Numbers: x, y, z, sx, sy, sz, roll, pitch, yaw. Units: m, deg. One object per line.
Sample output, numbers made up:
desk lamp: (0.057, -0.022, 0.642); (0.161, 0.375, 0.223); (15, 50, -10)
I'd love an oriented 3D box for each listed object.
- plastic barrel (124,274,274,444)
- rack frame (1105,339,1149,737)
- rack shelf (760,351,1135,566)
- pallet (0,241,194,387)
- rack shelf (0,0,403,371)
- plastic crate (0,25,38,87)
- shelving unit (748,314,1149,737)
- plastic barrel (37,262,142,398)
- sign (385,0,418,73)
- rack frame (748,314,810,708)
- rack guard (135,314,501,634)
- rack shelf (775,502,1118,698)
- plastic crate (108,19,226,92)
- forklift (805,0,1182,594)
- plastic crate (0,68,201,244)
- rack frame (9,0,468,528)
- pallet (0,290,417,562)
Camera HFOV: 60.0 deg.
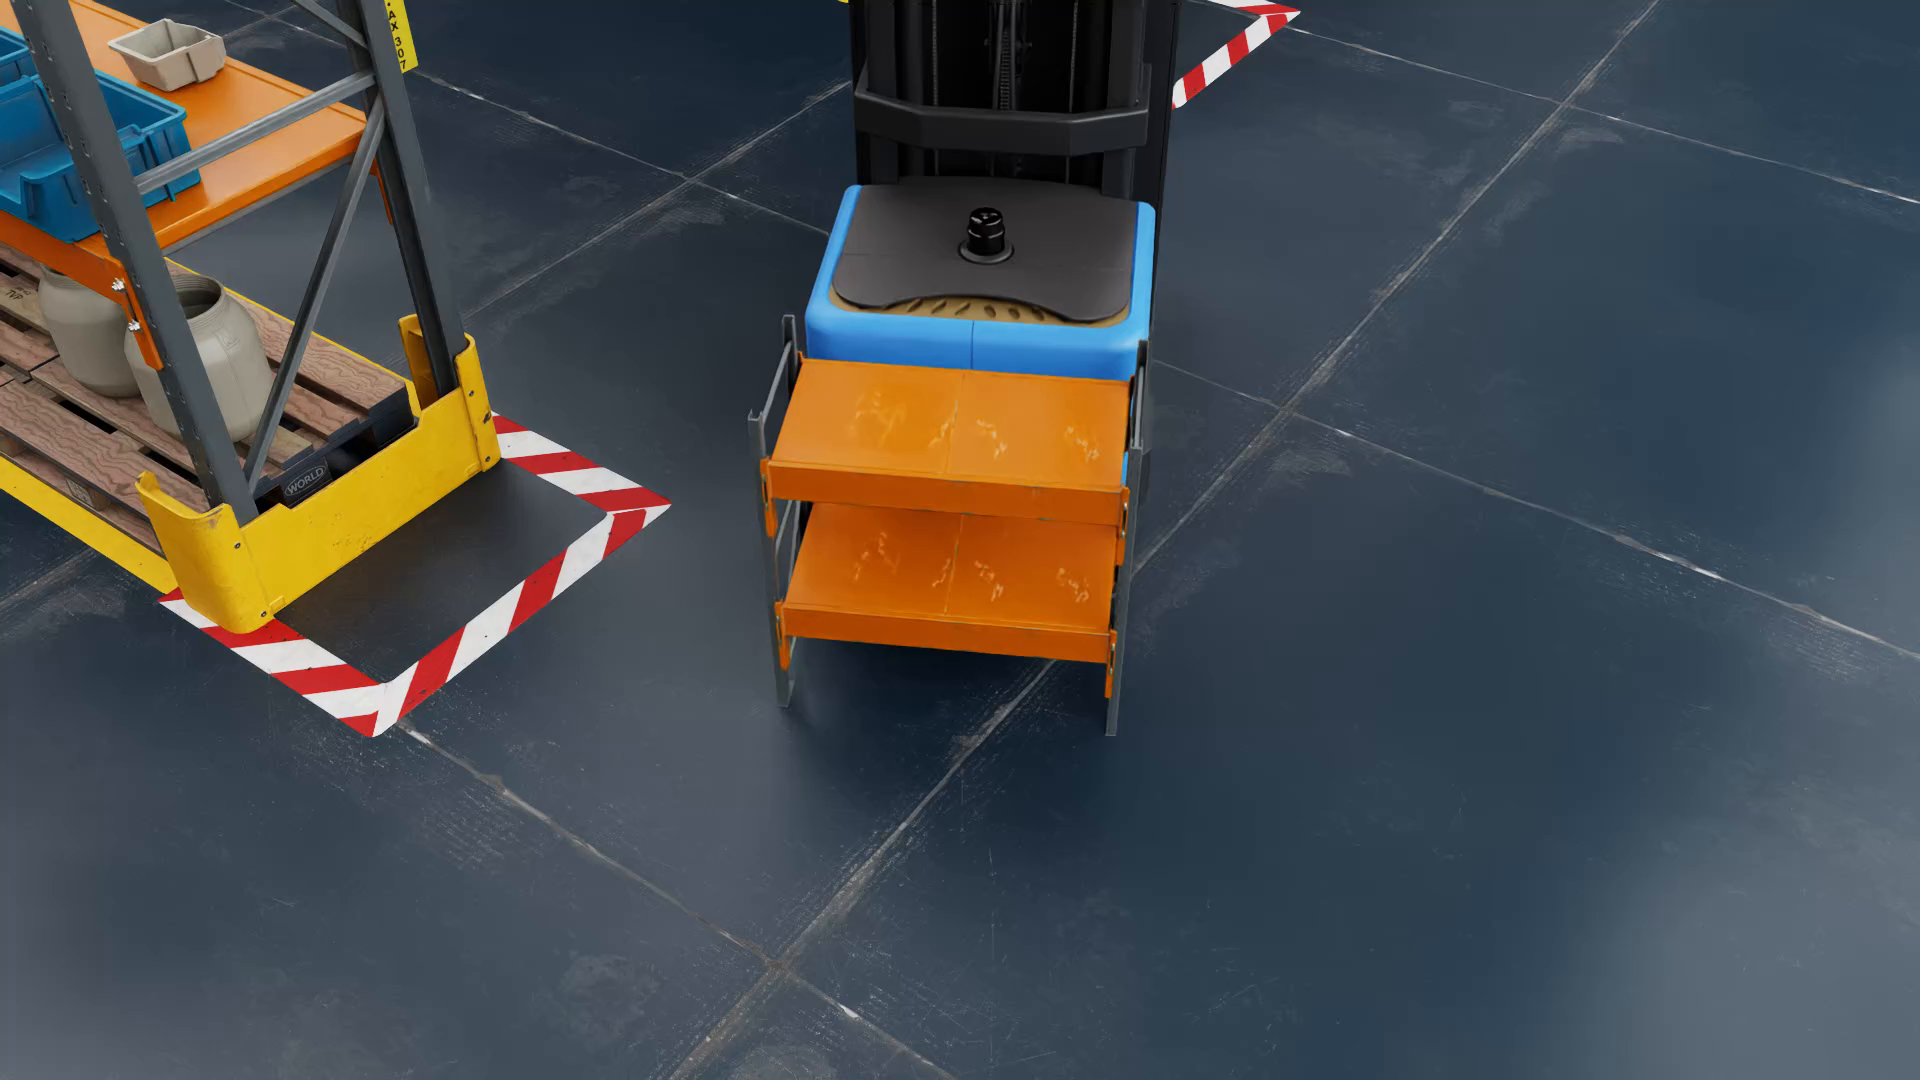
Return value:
plastic barrel: (-2.625, -0.615, 5.739); (0.421, 0.512, 0.421); (0, 42, 0)
rack frame: (0.489, 0.017, 4.888); (0.032, 1.125, 0.500); (5, 42, 5)
rack shelf: (-0.016, -0.242, 4.738); (1.000, 0.278, 0.538); (5, 42, 5)
pallet: (-3.788, -0.921, 6.621); (1.213, 0.211, 1.003); (25, 48, 25)
rack shelf: (-3.680, -1.673, 5.910); (4.000, 0.370, 1.077); (25, 48, 25)
plastic crate: (-3.152, -1.400, 5.177); (0.408, 0.251, 0.499); (25, 48, 25)
shelving unit: (-0.016, -0.024, 4.933); (1.048, 1.125, 0.538); (5, 42, 5)
plastic barrel: (-3.035, -0.807, 5.953); (0.421, 0.512, 0.421); (0, 42, 0)
sign: (-1.723, -1.577, 5.056); (0.005, 0.325, 0.100); (25, 48, 25)
rack frame: (-0.520, -0.064, 4.978); (0.032, 1.125, 0.500); (5, 42, 5)
rack guard: (-2.132, -0.248, 5.652); (0.348, 0.500, 1.175); (25, 48, 25)
rack shelf: (-0.016, 0.158, 5.096); (1.000, 0.278, 0.538); (5, 42, 5)
plastic crate: (-2.590, -1.596, 5.482); (0.250, 0.136, 0.298); (25, 48, 25)
forklift: (0.208, -1.893, 5.667); (1.130, 2.935, 3.031); (4, 42, 5)
plastic crate: (-2.624, -1.148, 4.896); (0.616, 0.251, 0.499); (25, 48, 25)
rack frame: (-2.042, -1.176, 4.814); (0.127, 3.000, 1.000); (25, 48, 25)
pallet: (-2.794, -0.454, 6.099); (1.213, 0.211, 1.003); (25, 48, 25)
